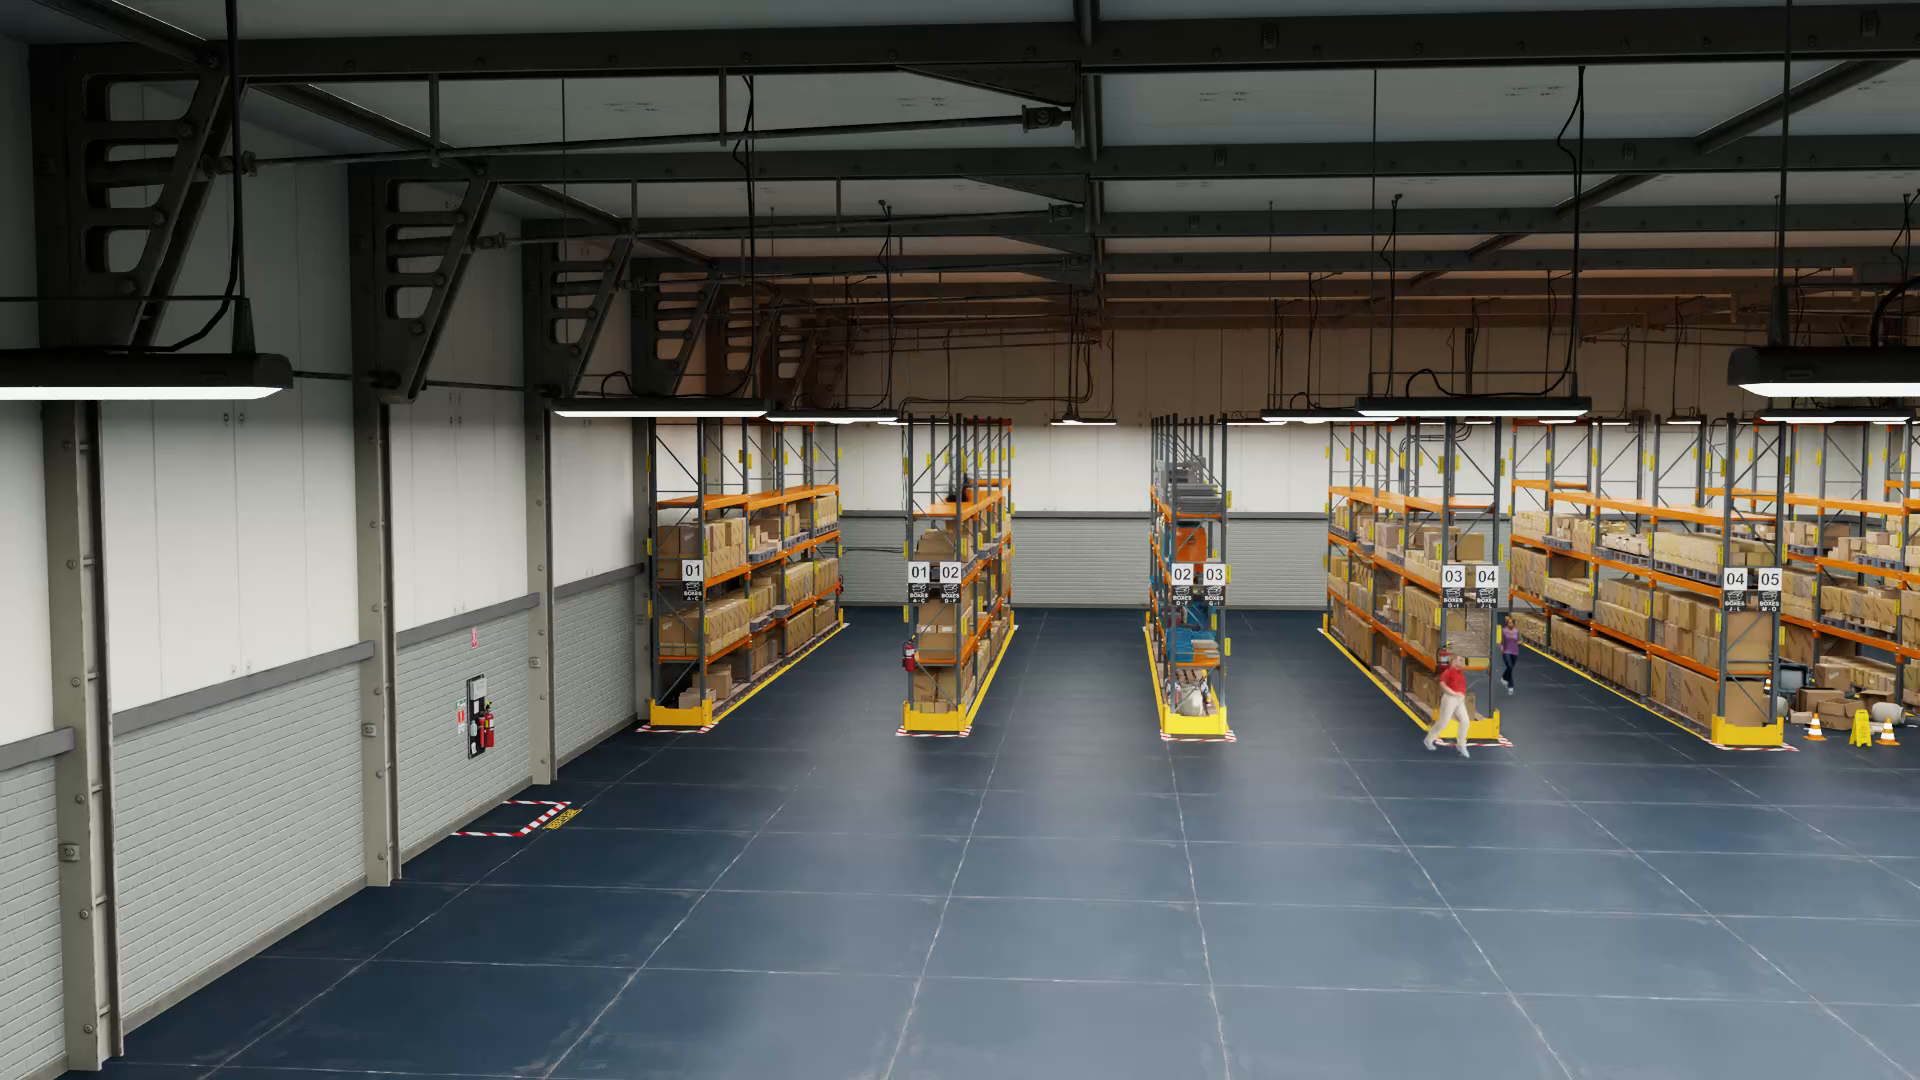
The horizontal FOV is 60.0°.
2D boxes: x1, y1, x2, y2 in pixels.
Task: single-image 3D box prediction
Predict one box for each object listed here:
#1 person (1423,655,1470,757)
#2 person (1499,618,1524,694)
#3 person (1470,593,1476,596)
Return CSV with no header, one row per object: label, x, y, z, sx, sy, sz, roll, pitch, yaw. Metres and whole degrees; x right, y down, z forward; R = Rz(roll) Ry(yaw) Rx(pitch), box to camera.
person,8.724,2.905,29.353,0.744,1.756,0.825,-3,5,-38
person,11.963,2.490,36.134,0.520,1.624,0.810,0,4,1
person,13.864,1.831,45.284,0.745,1.728,0.701,2,4,24
